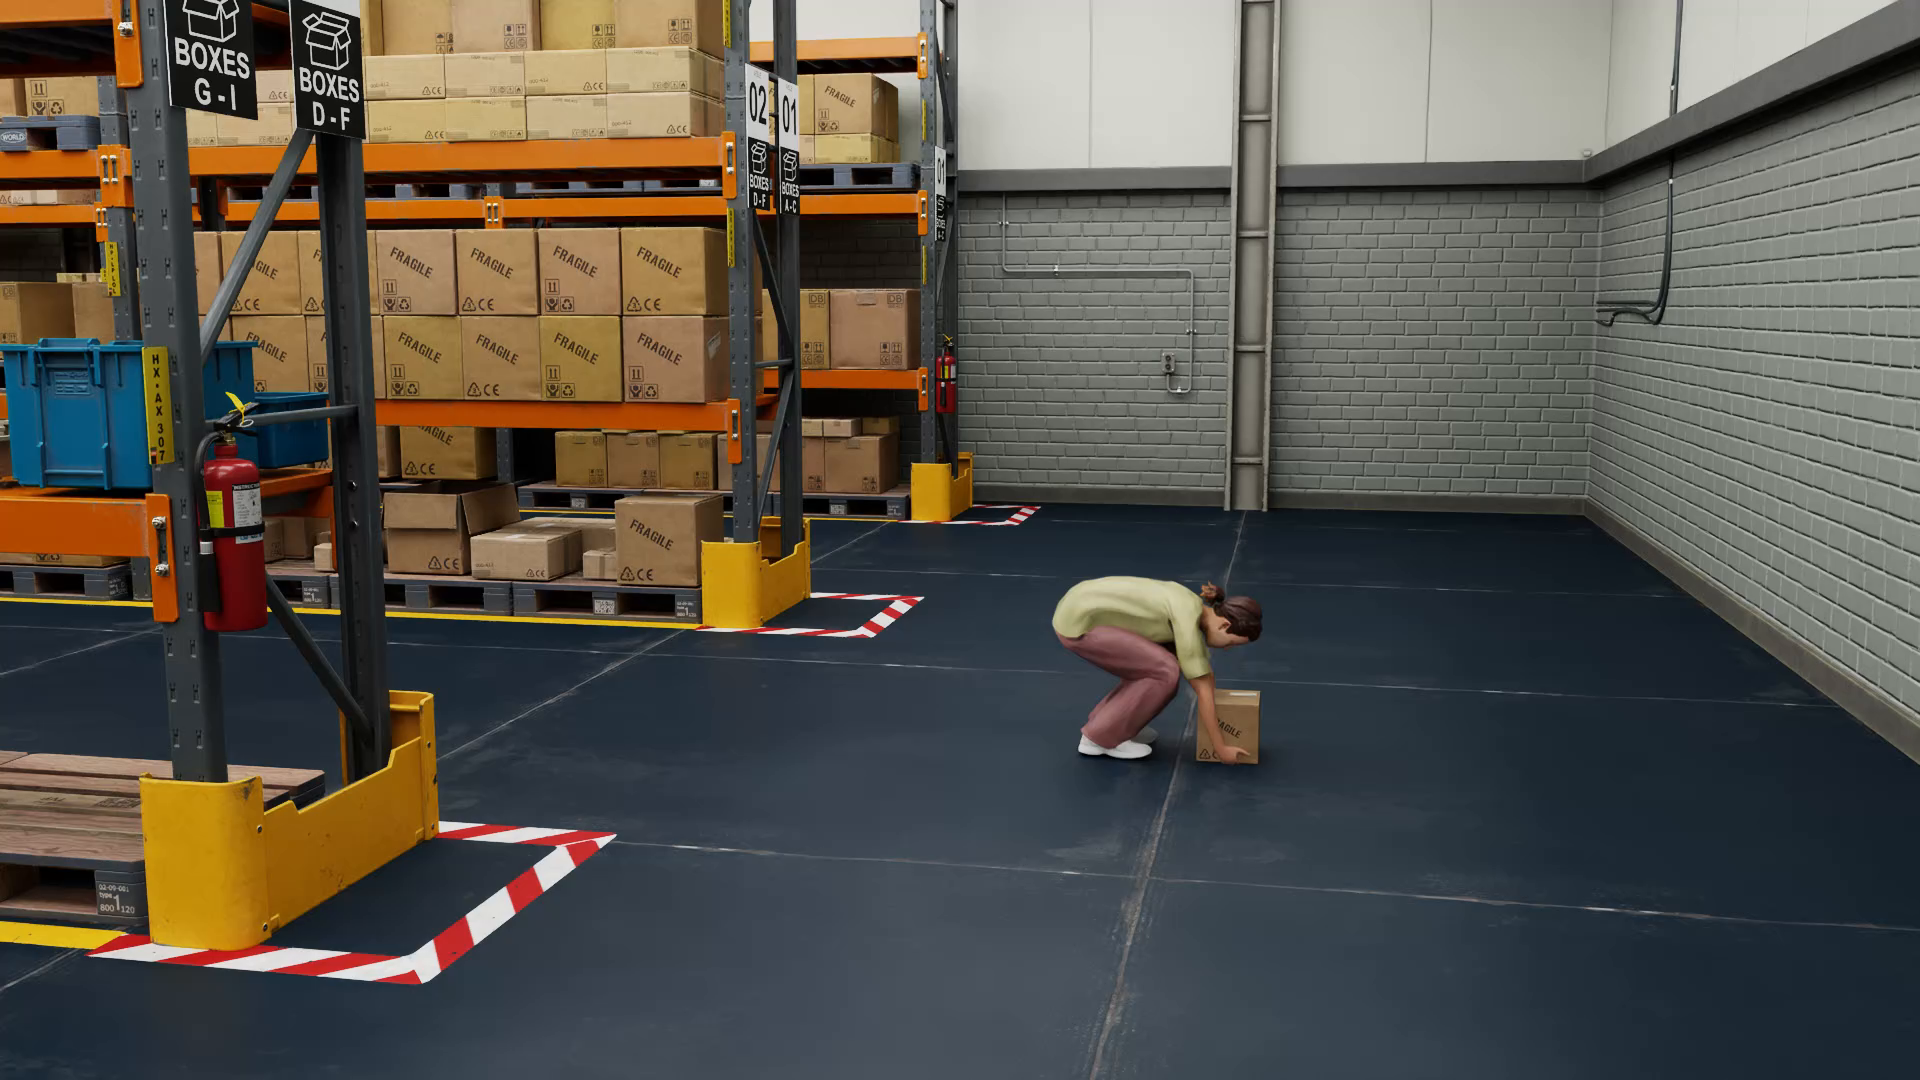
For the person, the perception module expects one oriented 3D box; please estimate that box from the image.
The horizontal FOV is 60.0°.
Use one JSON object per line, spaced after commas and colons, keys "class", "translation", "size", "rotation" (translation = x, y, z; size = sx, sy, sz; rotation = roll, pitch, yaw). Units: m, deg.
{"class": "person", "translation": [0.821, 0.531, 6.960], "size": [0.867, 0.756, 0.463], "rotation": [1, 8, 10]}
